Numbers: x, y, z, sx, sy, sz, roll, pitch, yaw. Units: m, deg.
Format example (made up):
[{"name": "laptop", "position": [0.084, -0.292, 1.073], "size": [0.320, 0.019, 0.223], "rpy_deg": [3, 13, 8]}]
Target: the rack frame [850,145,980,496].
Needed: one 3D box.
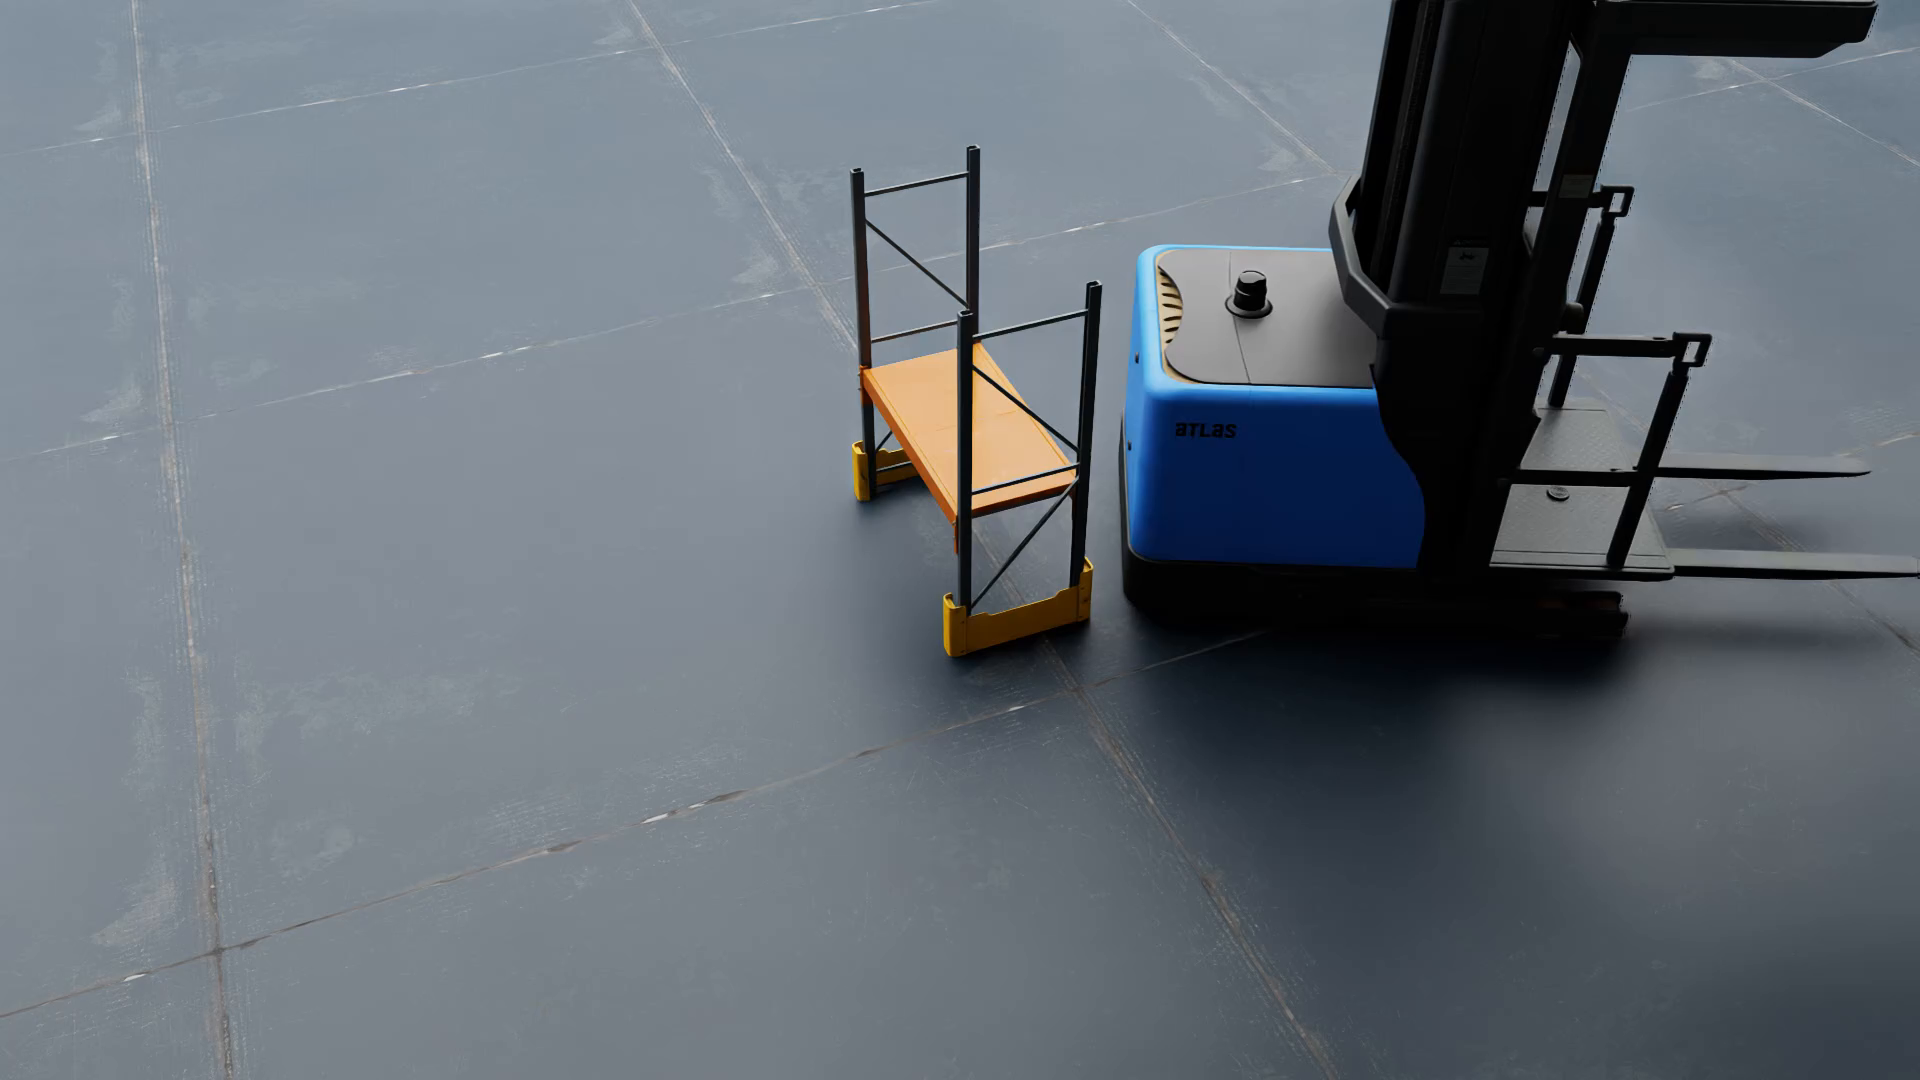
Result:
[{"name": "rack frame", "position": [-0.162, -0.823, 6.557], "size": [0.500, 1.500, 0.032], "rpy_deg": [-15, 43, -17]}]

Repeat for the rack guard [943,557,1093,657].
[{"name": "rack guard", "position": [0.220, 0.251, 6.266], "size": [0.587, 0.250, 0.087], "rpy_deg": [-15, 43, -17]}]

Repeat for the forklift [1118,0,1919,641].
[{"name": "forklift", "position": [2.164, -1.088, 5.767], "size": [3.031, 2.935, 1.130], "rpy_deg": [2, 41, 2]}]

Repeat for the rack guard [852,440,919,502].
[{"name": "rack guard", "position": [-0.161, -0.349, 6.964], "size": [0.587, 0.250, 0.087], "rpy_deg": [-15, 43, -17]}]

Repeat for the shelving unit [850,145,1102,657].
[{"name": "shelving unit", "position": [0.029, -0.523, 6.208], "size": [0.587, 1.500, 1.083], "rpy_deg": [-15, 43, -17]}]

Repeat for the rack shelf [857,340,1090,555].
[{"name": "rack shelf", "position": [0.033, -0.381, 6.319], "size": [0.538, 0.185, 1.000], "rpy_deg": [-15, 43, -17]}]

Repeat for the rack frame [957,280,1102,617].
[{"name": "rack frame", "position": [0.227, -0.211, 5.845], "size": [0.500, 1.500, 0.032], "rpy_deg": [-15, 43, -17]}]
